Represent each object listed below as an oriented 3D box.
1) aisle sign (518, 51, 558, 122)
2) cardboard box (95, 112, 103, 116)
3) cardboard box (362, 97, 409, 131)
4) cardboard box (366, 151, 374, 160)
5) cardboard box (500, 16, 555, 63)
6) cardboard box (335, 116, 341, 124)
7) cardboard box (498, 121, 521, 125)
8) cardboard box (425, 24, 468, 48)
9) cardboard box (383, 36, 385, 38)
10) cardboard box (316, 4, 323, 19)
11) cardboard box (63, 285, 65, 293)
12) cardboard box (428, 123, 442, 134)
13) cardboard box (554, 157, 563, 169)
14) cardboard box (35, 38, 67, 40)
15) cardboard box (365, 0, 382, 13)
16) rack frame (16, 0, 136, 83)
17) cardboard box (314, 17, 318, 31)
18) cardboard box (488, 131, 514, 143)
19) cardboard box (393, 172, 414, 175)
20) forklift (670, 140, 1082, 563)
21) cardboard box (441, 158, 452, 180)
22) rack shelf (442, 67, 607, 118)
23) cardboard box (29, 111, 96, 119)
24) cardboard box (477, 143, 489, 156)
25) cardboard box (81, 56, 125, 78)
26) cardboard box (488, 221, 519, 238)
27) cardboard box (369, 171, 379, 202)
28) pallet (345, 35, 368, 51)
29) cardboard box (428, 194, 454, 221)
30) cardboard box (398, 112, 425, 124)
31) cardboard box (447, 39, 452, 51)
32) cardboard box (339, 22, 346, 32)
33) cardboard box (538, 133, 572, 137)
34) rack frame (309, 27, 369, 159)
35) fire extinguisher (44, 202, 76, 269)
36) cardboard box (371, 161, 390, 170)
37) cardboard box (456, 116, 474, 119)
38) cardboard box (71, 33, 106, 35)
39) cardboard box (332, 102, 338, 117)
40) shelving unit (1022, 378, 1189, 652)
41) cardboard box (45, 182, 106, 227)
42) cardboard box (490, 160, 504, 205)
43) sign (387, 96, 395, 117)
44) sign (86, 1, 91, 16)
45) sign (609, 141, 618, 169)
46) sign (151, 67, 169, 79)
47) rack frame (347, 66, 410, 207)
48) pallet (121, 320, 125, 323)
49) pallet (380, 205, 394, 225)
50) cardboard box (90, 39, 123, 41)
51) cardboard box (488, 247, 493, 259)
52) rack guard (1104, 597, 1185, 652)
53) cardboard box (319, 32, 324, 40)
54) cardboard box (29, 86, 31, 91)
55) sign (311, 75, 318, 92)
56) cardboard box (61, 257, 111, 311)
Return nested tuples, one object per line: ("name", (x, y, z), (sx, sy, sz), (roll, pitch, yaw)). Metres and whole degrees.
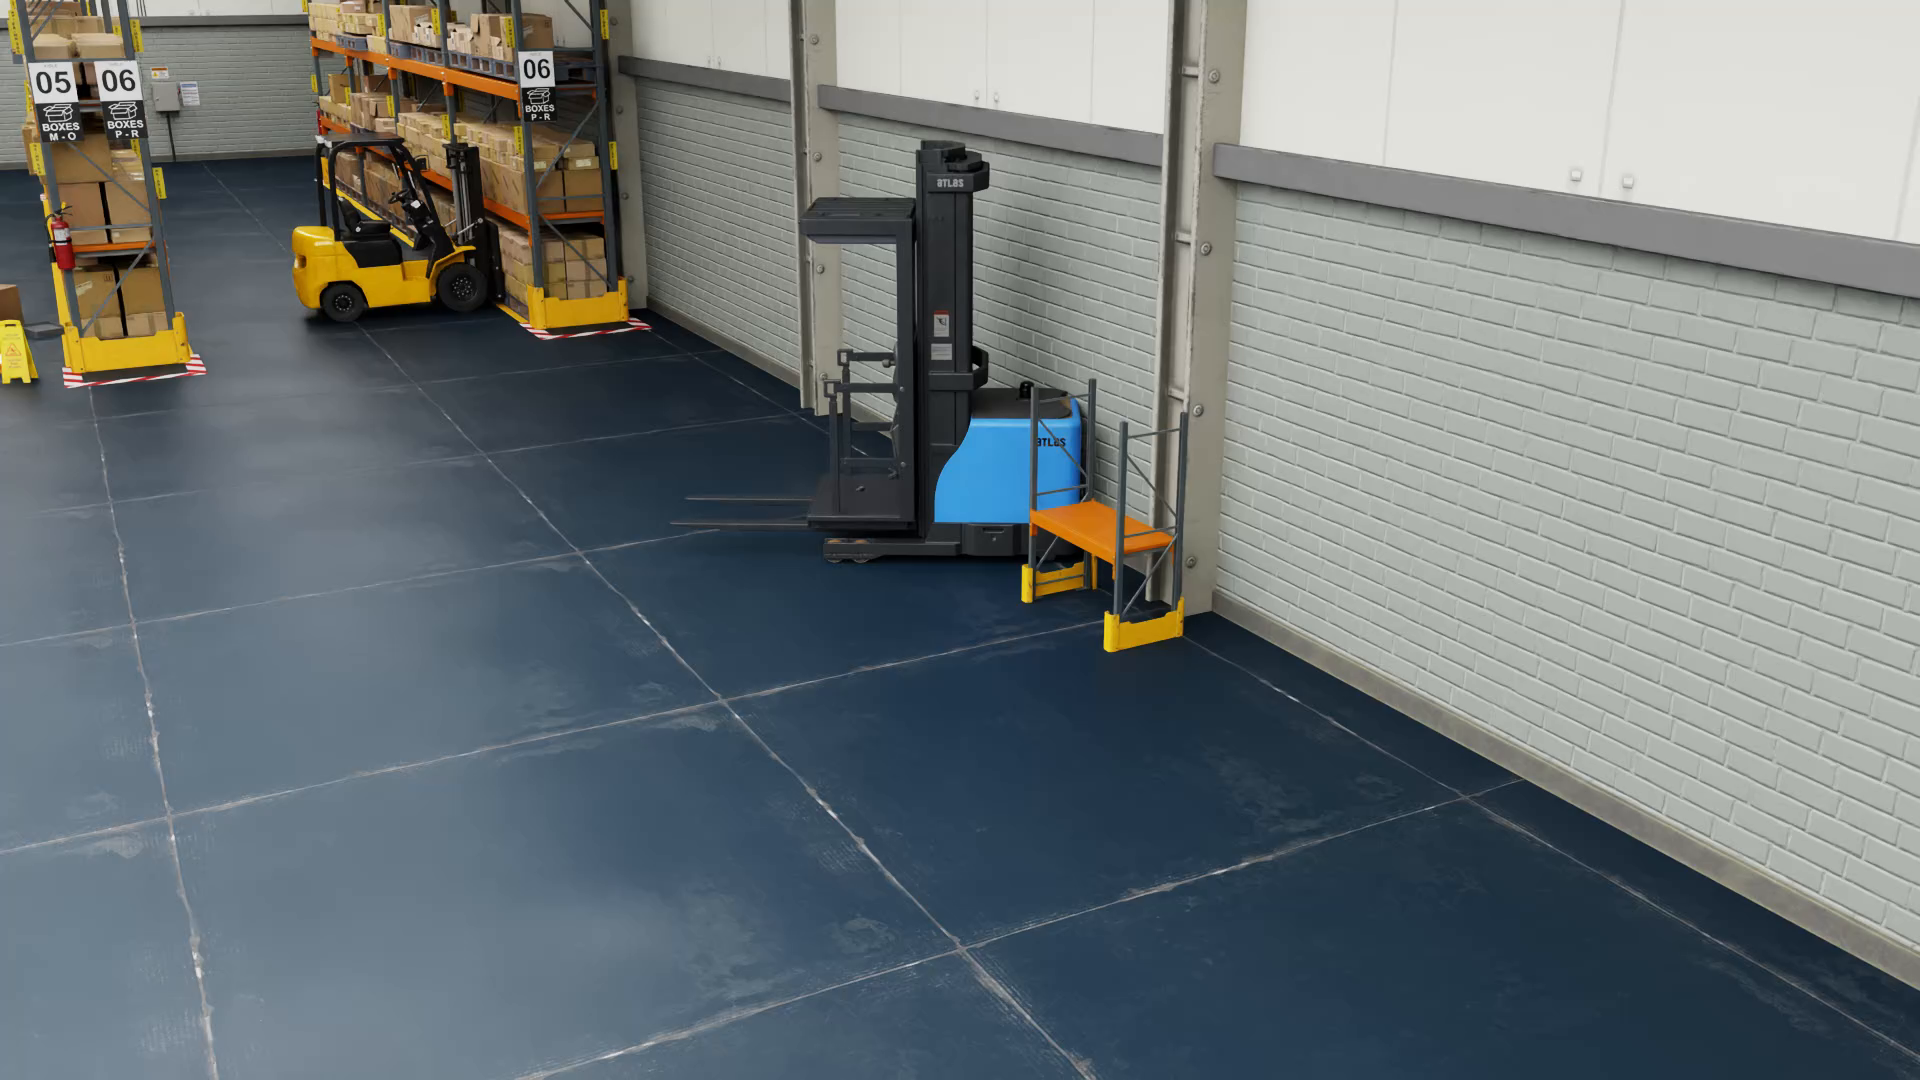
("aisle sign", (-4.886, -5.249, 19.258), (0.394, 0.787, 0.004), (-10, 21, -27))
("cardboard box", (-11.443, -5.641, 22.134), (0.380, 0.149, 0.250), (-9, 21, -24))
("cardboard box", (-9.705, -7.227, 28.181), (0.700, 0.500, 0.500), (-10, 21, -27))
("cardboard box", (-10.367, -6.858, 29.646), (0.380, 0.149, 0.250), (-10, 22, -28))
("cardboard box", (-5.083, -5.885, 19.537), (0.500, 0.500, 0.500), (-9, 21, -25))
("cardboard box", (-11.631, -7.972, 31.520), (0.380, 0.149, 0.250), (-9, 21, -25))
("cardboard box", (-6.140, -5.682, 22.896), (0.380, 0.149, 0.250), (-10, 21, -27))
("cardboard box", (-7.116, -7.024, 23.130), (0.500, 0.311, 0.500), (-11, 22, -28))
("cardboard box", (-8.943, -8.058, 26.406), (0.380, 0.149, 0.250), (-11, 22, -28))
("cardboard box", (-11.791, -9.944, 31.260), (0.500, 0.250, 0.500), (-10, 22, -27))
("cardboard box", (-10.882, -3.150, 20.733), (0.500, 0.250, 0.500), (-11, 22, -29))
("cardboard box", (-7.548, -6.012, 24.309), (0.380, 0.149, 0.250), (-10, 21, -26))
("cardboard box", (-4.764, -4.637, 20.322), (0.380, 0.149, 0.250), (-10, 21, -27))
("cardboard box", (-10.251, -5.564, 18.722), (0.380, 0.149, 0.250), (-10, 21, -26))
("cardboard box", (-10.151, -9.333, 28.979), (0.396, 0.266, 0.258), (-10, 22, -27))
("rack frame", (-9.025, -6.150, 16.659), (1.000, 3.000, 0.127), (-10, 21, -27))
("cardboard box", (-12.027, -9.853, 31.761), (0.500, 0.250, 0.500), (-10, 21, -26))
("cardboard box", (-5.852, -5.163, 21.392), (0.380, 0.149, 0.250), (-10, 21, -26))
("cardboard box", (-9.243, -6.046, 27.747), (0.380, 0.149, 0.250), (-9, 21, -25))
("forklift", (-0.623, -1.391, 12.170), (3.031, 2.935, 1.130), (1, 19, 1))
("cardboard box", (-7.027, -5.266, 23.523), (0.500, 0.250, 0.500), (-9, 21, -25))
("rack shelf", (-5.608, -5.736, 21.161), (1.077, 0.370, 4.000), (-10, 21, -27))
("cardboard box", (-10.906, -4.963, 20.274), (0.700, 0.500, 0.500), (-10, 22, -27))
("cardboard box", (-6.056, -5.082, 21.613), (0.380, 0.149, 0.250), (-11, 22, -28))
("cardboard box", (-9.260, -5.134, 18.086), (0.500, 0.250, 0.500), (-10, 22, -27))
("cardboard box", (-5.882, -3.975, 21.591), (0.500, 0.250, 0.500), (-10, 22, -28))
("cardboard box", (-10.064, -6.221, 29.249), (0.500, 0.500, 0.500), (-10, 22, -27))
("pallet", (-9.614, -8.363, 27.958), (1.213, 0.211, 1.003), (-10, 21, -27))
("cardboard box", (-7.536, -4.896, 25.218), (0.875, 0.625, 0.625), (-11, 22, -29))
("cardboard box", (-8.565, -6.598, 26.005), (0.380, 0.149, 0.250), (-9, 21, -25))
("cardboard box", (-6.612, -6.602, 22.154), (0.380, 0.149, 0.250), (-9, 21, -26))
("cardboard box", (-10.473, -8.847, 28.661), (0.380, 0.149, 0.250), (-10, 21, -26))
("cardboard box", (-5.152, -5.098, 21.203), (0.380, 0.149, 0.250), (-11, 22, -28))
("rack frame", (-12.256, -8.677, 33.180), (1.000, 3.000, 0.127), (-10, 21, -27))
("fire extinguisher", (-9.376, -3.173, 17.348), (0.296, 0.674, 0.183), (-10, 21, -27))
("cardboard box", (-10.221, -6.641, 29.472), (0.380, 0.149, 0.250), (-11, 22, -28))
("cardboard box", (-7.599, -6.384, 25.387), (0.380, 0.149, 0.250), (-10, 21, -27))
("cardboard box", (-10.582, -6.082, 20.221), (0.380, 0.149, 0.250), (-9, 21, -26))
("cardboard box", (-11.533, -8.142, 31.402), (0.500, 0.250, 0.500), (-11, 22, -28))
("shelving unit", (0.939, -0.194, 10.893), (0.587, 1.500, 1.083), (-11, 22, -28))
("cardboard box", (-9.525, -3.615, 17.901), (0.500, 0.500, 0.500), (-10, 22, -28))
("cardboard box", (-5.605, -4.529, 21.006), (0.500, 0.500, 0.500), (-10, 22, -28))
("sign", (-8.930, -6.804, 26.097), (0.100, 0.325, 0.005), (-10, 21, -27))
("sign", (-14.250, -8.657, 27.248), (0.100, 0.325, 0.005), (-10, 21, -27))
("sign", (-4.167, -4.615, 19.959), (0.100, 0.325, 0.005), (-10, 21, -27))
("sign", (-17.550, -10.247, 36.463), (0.339, 0.242, 0.001), (-10, 21, -27))
("rack frame", (-10.357, -7.529, 29.852), (1.000, 3.000, 0.127), (-10, 21, -27))
("pallet", (-9.991, -2.606, 19.861), (1.003, 0.211, 1.213), (-10, 21, -27))
("pallet", (-9.354, -5.632, 28.631), (1.003, 0.211, 1.213), (-10, 21, -27))
("cardboard box", (-9.520, -5.503, 18.544), (0.380, 0.149, 0.250), (-9, 21, -25))
("cardboard box", (-5.891, -3.745, 21.692), (0.500, 0.250, 0.500), (-10, 21, -27))
("rack guard", (1.186, 0.538, 10.688), (0.587, 0.250, 0.087), (-11, 22, -28))
("cardboard box", (-11.897, -9.540, 31.466), (0.380, 0.149, 0.250), (-10, 21, -27))
("cardboard box", (-10.209, -5.107, 18.618), (0.380, 0.149, 0.250), (-10, 22, -27))
("sign", (-12.734, -9.002, 32.795), (0.100, 0.325, 0.005), (-10, 21, -27))
("cardboard box", (-9.886, -2.906, 18.877), (0.500, 0.500, 0.500), (-9, 21, -25))
